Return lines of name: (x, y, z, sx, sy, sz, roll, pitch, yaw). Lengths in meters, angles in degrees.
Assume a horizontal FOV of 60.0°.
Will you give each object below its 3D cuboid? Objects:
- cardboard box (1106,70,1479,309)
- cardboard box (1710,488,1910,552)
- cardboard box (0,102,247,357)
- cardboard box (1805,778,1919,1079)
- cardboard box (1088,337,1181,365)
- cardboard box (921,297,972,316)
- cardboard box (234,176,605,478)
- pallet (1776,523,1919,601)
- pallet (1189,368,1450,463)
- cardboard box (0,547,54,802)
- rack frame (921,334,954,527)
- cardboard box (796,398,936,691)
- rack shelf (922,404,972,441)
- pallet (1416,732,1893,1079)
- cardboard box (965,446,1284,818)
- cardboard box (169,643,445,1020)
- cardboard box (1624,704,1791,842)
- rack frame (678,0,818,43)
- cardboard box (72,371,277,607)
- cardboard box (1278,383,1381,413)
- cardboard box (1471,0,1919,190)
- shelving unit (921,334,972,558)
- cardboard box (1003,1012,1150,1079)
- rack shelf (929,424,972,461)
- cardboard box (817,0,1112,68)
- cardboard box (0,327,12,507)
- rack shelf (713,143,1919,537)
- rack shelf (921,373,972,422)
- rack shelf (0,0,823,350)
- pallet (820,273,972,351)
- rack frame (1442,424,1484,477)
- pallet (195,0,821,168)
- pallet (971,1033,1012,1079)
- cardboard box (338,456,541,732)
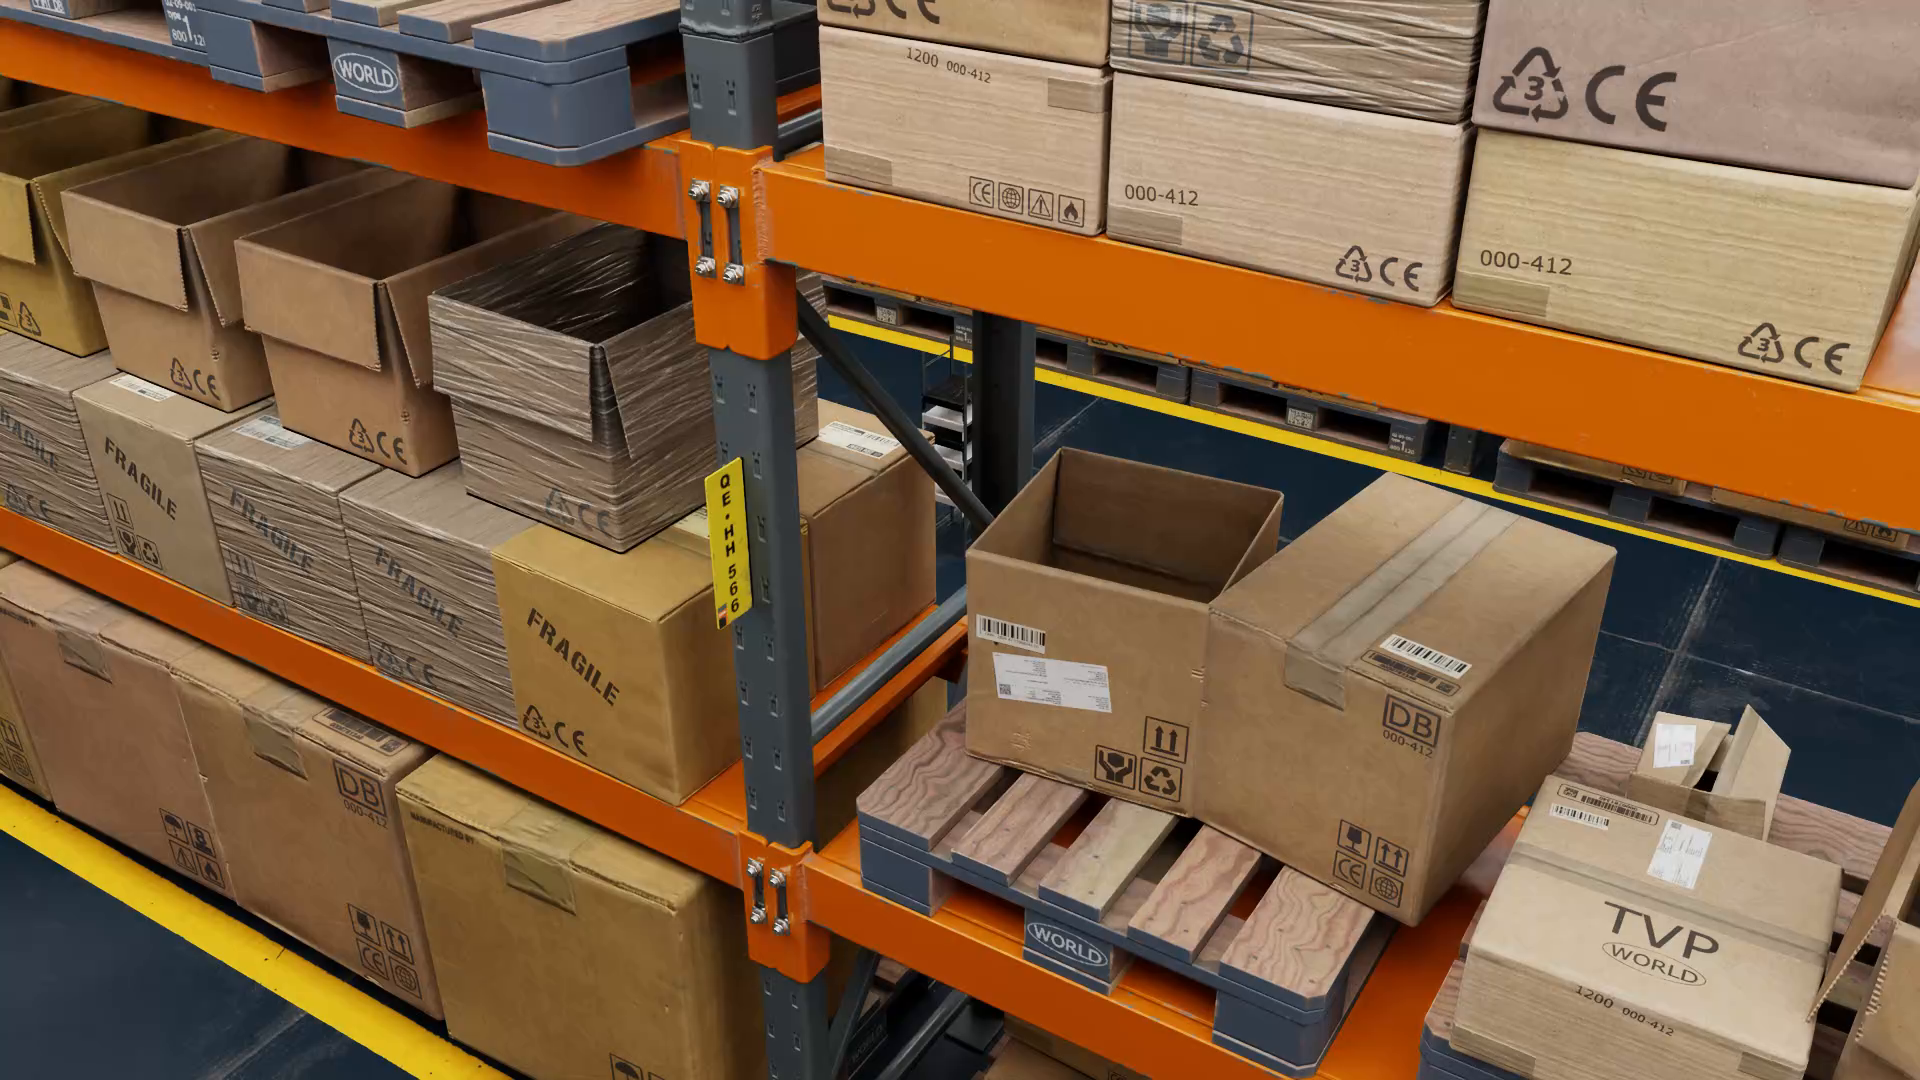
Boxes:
cardboard box: (0.558, -0.587, 2.451, 0.500, 0.250, 0.500, 18, 35, 29)
cardboard box: (3.794, -0.593, 7.106, 0.750, 0.750, 1.050, 18, 35, 28)
cardboard box: (-2.406, -0.920, 4.755, 0.637, 0.503, 0.797, 18, 35, 28)
cardboard box: (1.732, 0.692, 2.567, 0.637, 0.503, 0.797, 22, 37, 32)
cardboard box: (0.993, -1.260, 8.497, 0.500, 0.500, 0.500, 16, 34, 25)
cardboard box: (0.130, -1.539, 8.975, 0.500, 0.500, 0.500, 19, 35, 29)
cardboard box: (-1.300, -0.583, 4.178, 0.637, 0.503, 0.797, 18, 35, 28)
pallet: (4.241, -0.043, 7.114, 1.213, 0.211, 1.003, 18, 35, 27)
pallet: (1.923, -0.824, 8.452, 1.213, 0.211, 1.003, 18, 35, 27)
cardboard box: (-2.974, 0.100, 5.794, 0.875, 0.875, 1.225, 18, 35, 27)
rack frame: (-0.093, -0.418, 7.074, 0.006, 0.900, 0.240, 18, 35, 27)
cardboard box: (-0.406, -0.018, 4.204, 0.500, 0.500, 0.500, 19, 35, 29)
rack shelf: (-0.007, -0.518, 6.953, 0.200, 0.077, 0.258, 18, 35, 27)
pallet: (1.560, 0.868, 2.977, 1.213, 0.211, 1.003, 18, 35, 27)
cardboard box: (0.340, 0.175, 3.458, 0.500, 0.500, 0.500, 13, 33, 21)
cardboard box: (-1.463, 0.572, 4.984, 0.875, 0.875, 1.225, 18, 35, 27)
cardboard box: (1.417, 0.480, 3.167, 0.258, 0.266, 0.396, 17, 34, 26)
rack frame: (-0.139, -2.319, 2.296, 0.127, 3.000, 1.000, 18, 35, 27)
cardboard box: (-1.980, -0.208, 4.531, 0.500, 0.500, 0.500, 18, 35, 28)
cardboard box: (1.887, -0.984, 8.025, 0.500, 0.500, 0.500, 17, 34, 27)
cardboard box: (0.980, -0.778, 2.035, 0.500, 0.500, 0.500, 16, 34, 26)
shelving unit: (-0.007, -0.391, 7.027, 0.210, 0.900, 0.258, 18, 35, 27)
cardboard box: (0.445, 1.004, 3.852, 0.500, 0.250, 0.500, 19, 35, 29)
rack shelf: (-0.007, -0.440, 6.998, 0.200, 0.077, 0.258, 18, 35, 27)
cardboard box: (0.123, -1.047, 2.496, 0.500, 0.500, 0.500, 18, 35, 28)
cardboard box: (-2.844, -0.479, 4.995, 0.500, 0.500, 0.500, 18, 35, 27)
rack shelf: (1.555, -0.177, 2.314, 4.000, 0.370, 1.077, 18, 35, 27)
rack shelf: (-0.007, -0.595, 6.908, 0.200, 0.077, 0.258, 18, 35, 27)
rack shelf: (-1.833, -1.249, 4.151, 4.000, 0.370, 1.077, 18, 35, 27)
pallet: (-0.144, -1.477, 9.573, 1.213, 0.211, 1.003, 18, 35, 27)
rack frame: (2.584, -1.818, 7.390, 0.127, 3.000, 1.000, 18, 35, 27)
pallet: (-0.712, -1.092, 3.356, 1.003, 0.211, 1.213, 19, 35, 30)
pallet: (0.522, 1.686, 4.150, 1.213, 0.211, 1.003, 18, 35, 27)
cardboard box: (-1.108, 0.066, 4.061, 0.500, 0.500, 0.500, 17, 34, 27)
